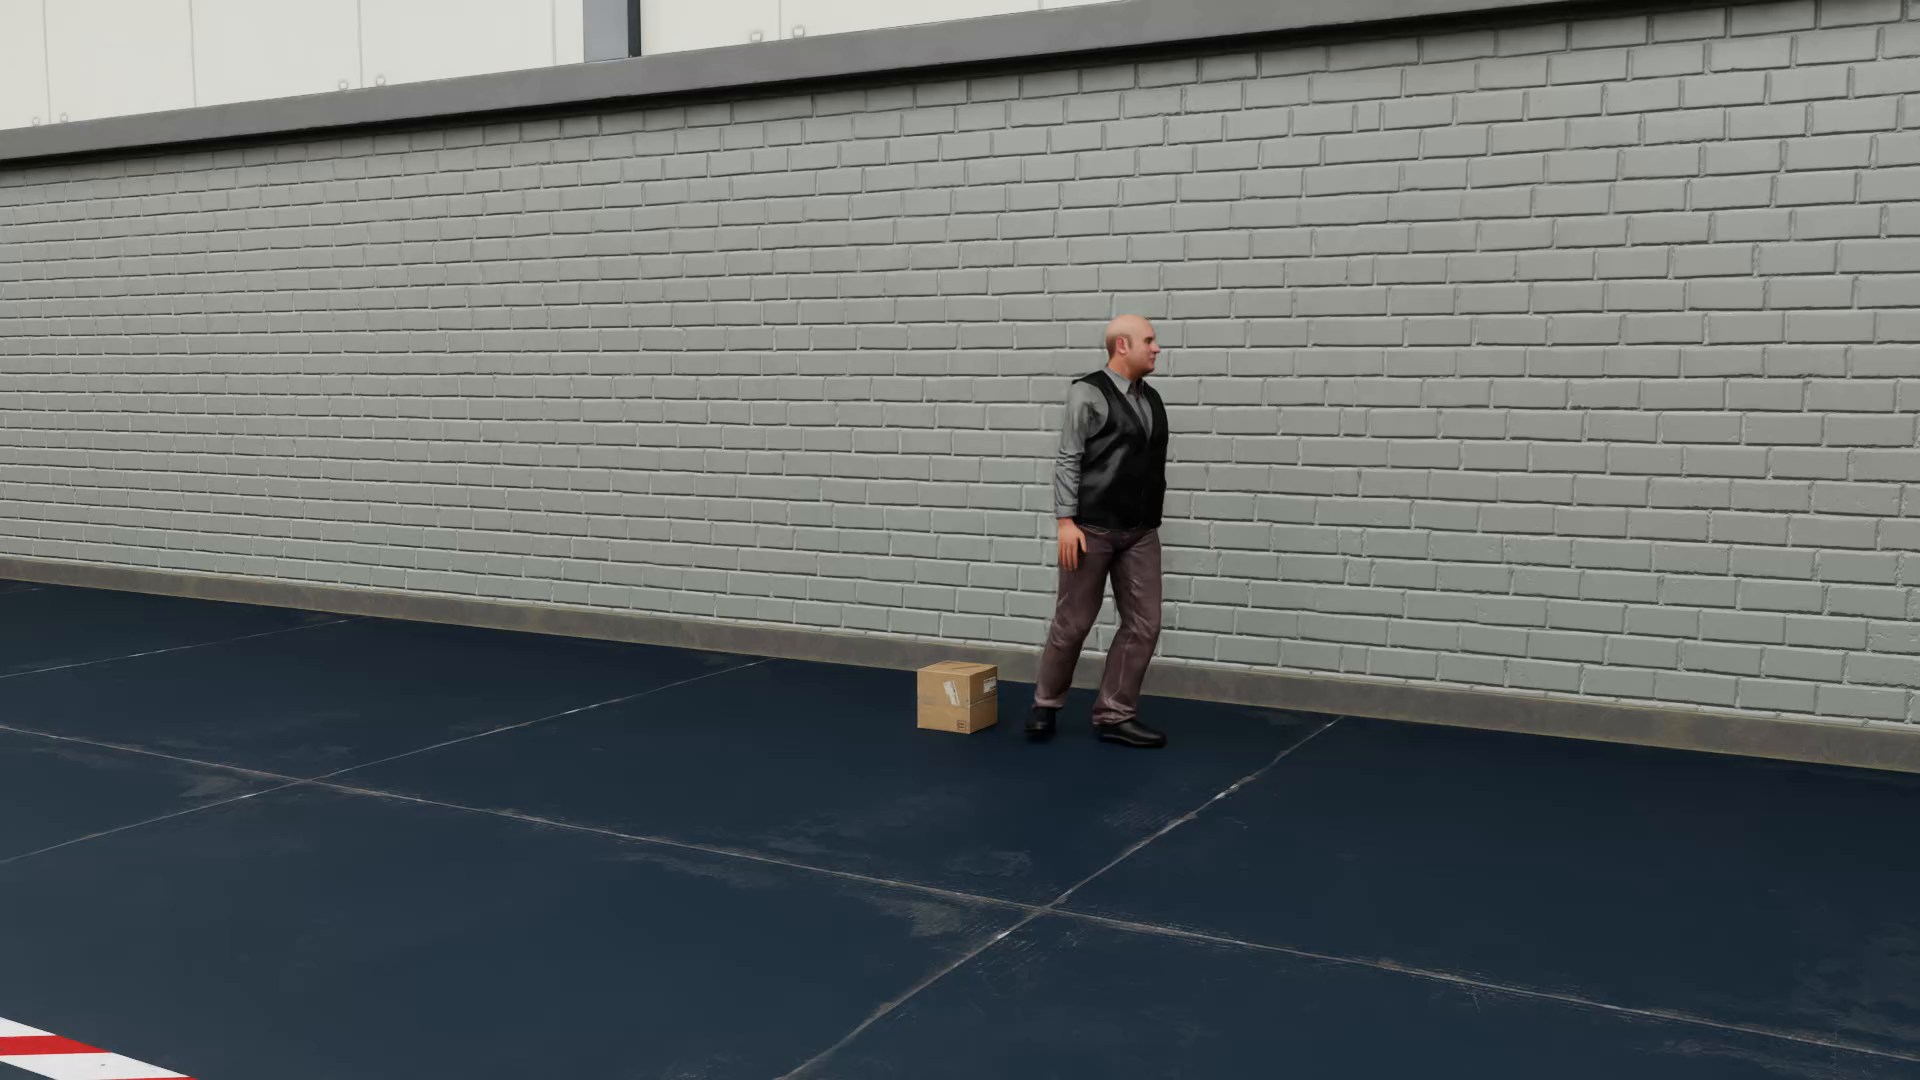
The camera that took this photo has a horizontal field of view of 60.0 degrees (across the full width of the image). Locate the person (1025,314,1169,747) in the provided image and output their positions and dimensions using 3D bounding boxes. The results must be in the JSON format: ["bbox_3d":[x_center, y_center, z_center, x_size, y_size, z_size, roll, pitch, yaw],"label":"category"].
[{"bbox_3d":[0.563,-0.042,6.667,0.567,1.708,0.560,-5,7,-38],"label":"person"}]
